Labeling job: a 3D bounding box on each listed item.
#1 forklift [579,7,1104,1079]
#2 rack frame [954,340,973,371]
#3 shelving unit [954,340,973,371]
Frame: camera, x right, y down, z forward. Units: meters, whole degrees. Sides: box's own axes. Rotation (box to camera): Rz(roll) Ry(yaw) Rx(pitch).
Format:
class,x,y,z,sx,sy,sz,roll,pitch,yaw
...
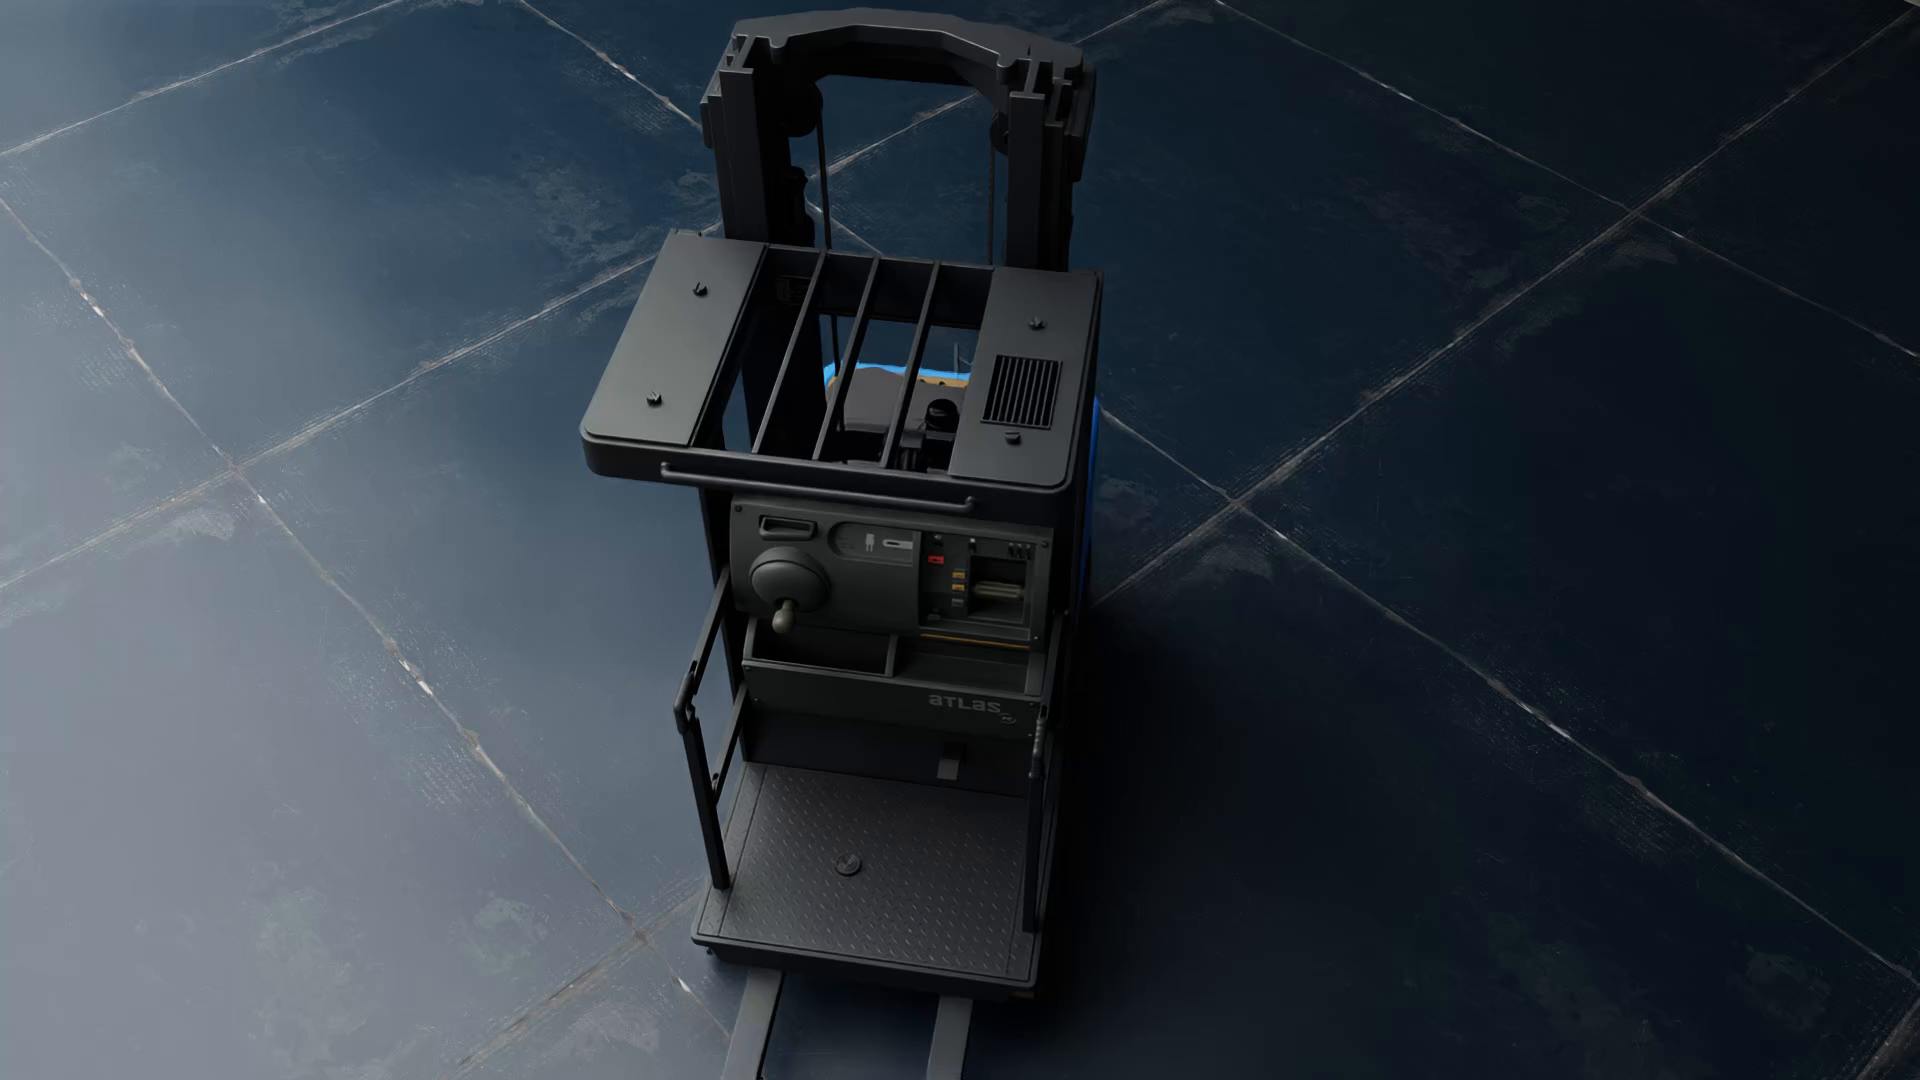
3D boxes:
class,x,y,z,sx,sy,sz,roll,pitch,yaw
forklift,-0.233,0.205,4.620,1.130,2.935,3.031,7,48,6
rack frame,0.066,-0.388,6.549,0.240,0.900,0.006,36,57,28
shelving unit,-0.005,-0.335,6.500,0.258,0.900,0.210,36,57,28
